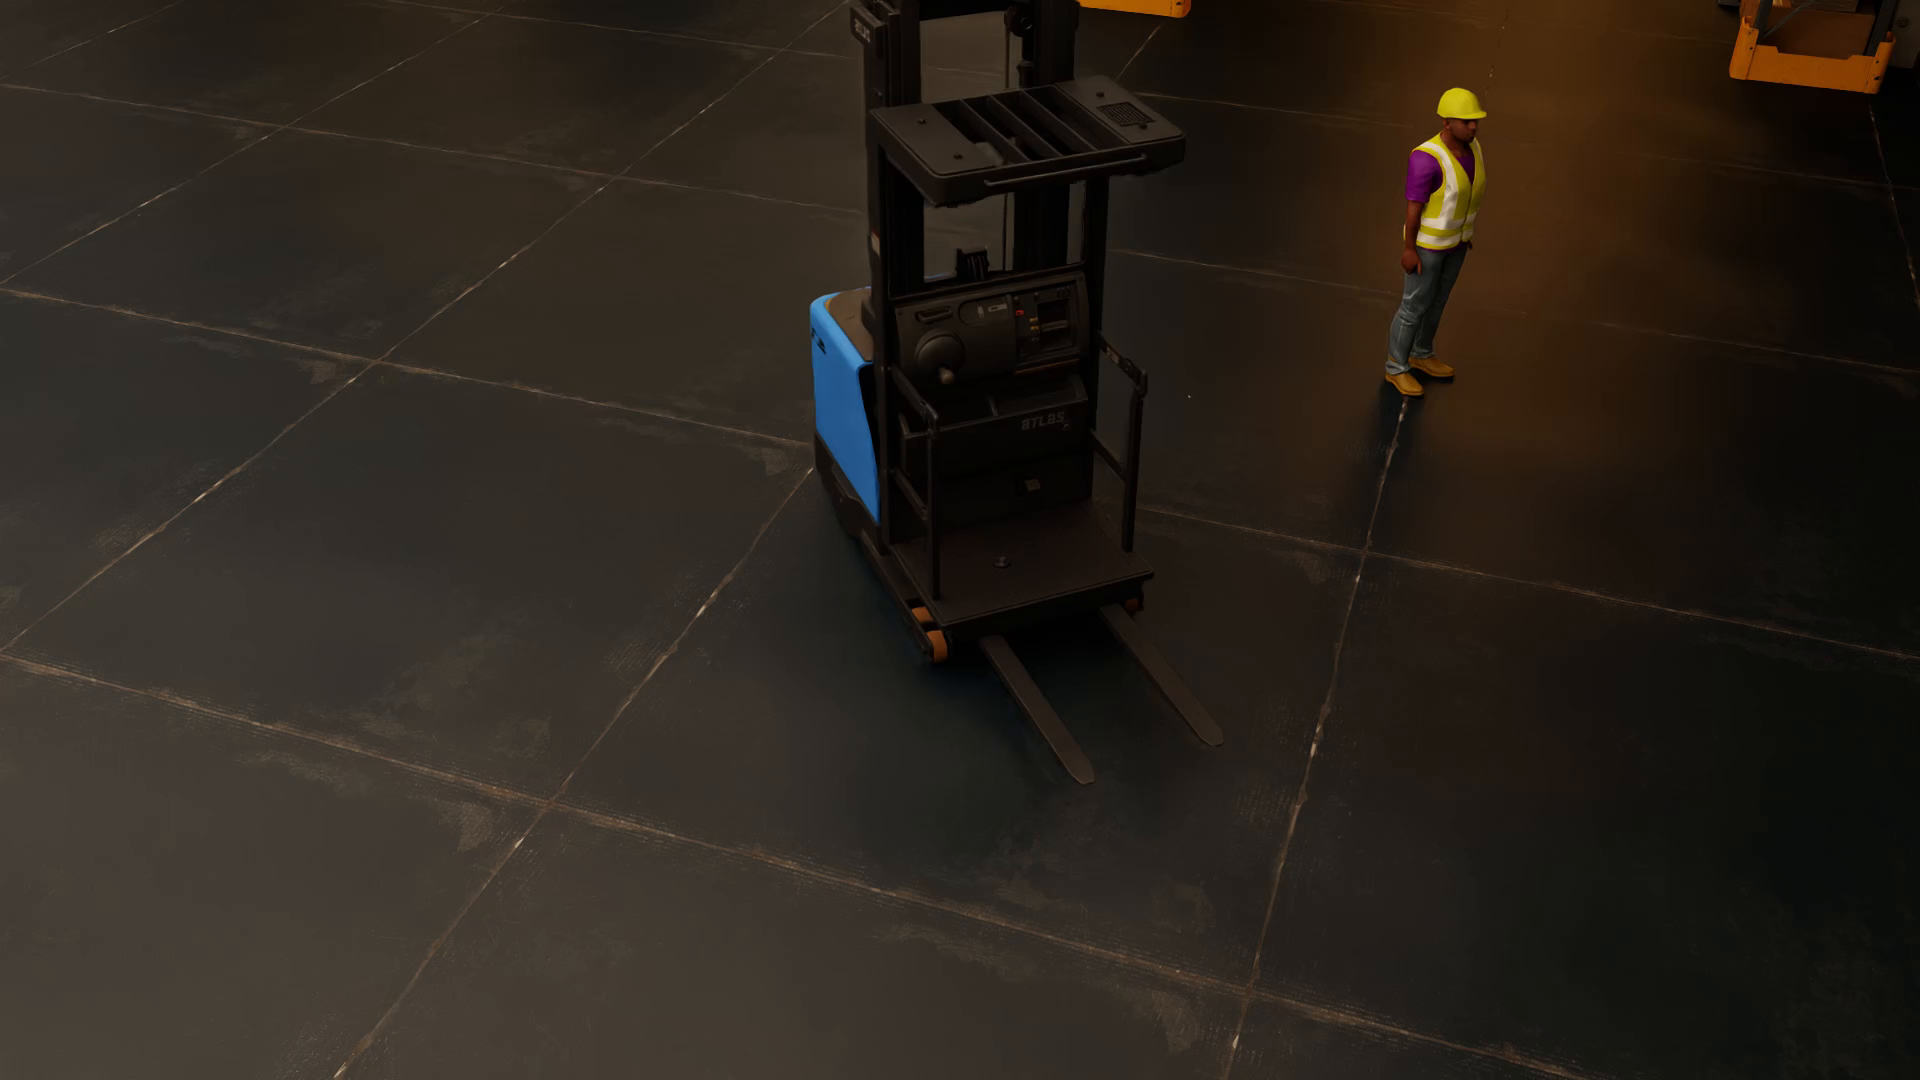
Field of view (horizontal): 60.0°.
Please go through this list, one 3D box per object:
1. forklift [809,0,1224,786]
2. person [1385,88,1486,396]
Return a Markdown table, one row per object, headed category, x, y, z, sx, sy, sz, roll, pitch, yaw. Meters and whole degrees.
| category | x | y | z | sx | sy | sz | roll | pitch | yaw |
| --- | --- | --- | --- | --- | --- | --- | --- | --- | --- |
| forklift | 0.237 | -0.889 | 7.365 | 1.130 | 2.935 | 3.031 | -13 | 37 | -18 |
| person | 2.755 | -1.712 | 9.534 | 0.553 | 1.771 | 0.378 | -27 | 43 | -33 |
